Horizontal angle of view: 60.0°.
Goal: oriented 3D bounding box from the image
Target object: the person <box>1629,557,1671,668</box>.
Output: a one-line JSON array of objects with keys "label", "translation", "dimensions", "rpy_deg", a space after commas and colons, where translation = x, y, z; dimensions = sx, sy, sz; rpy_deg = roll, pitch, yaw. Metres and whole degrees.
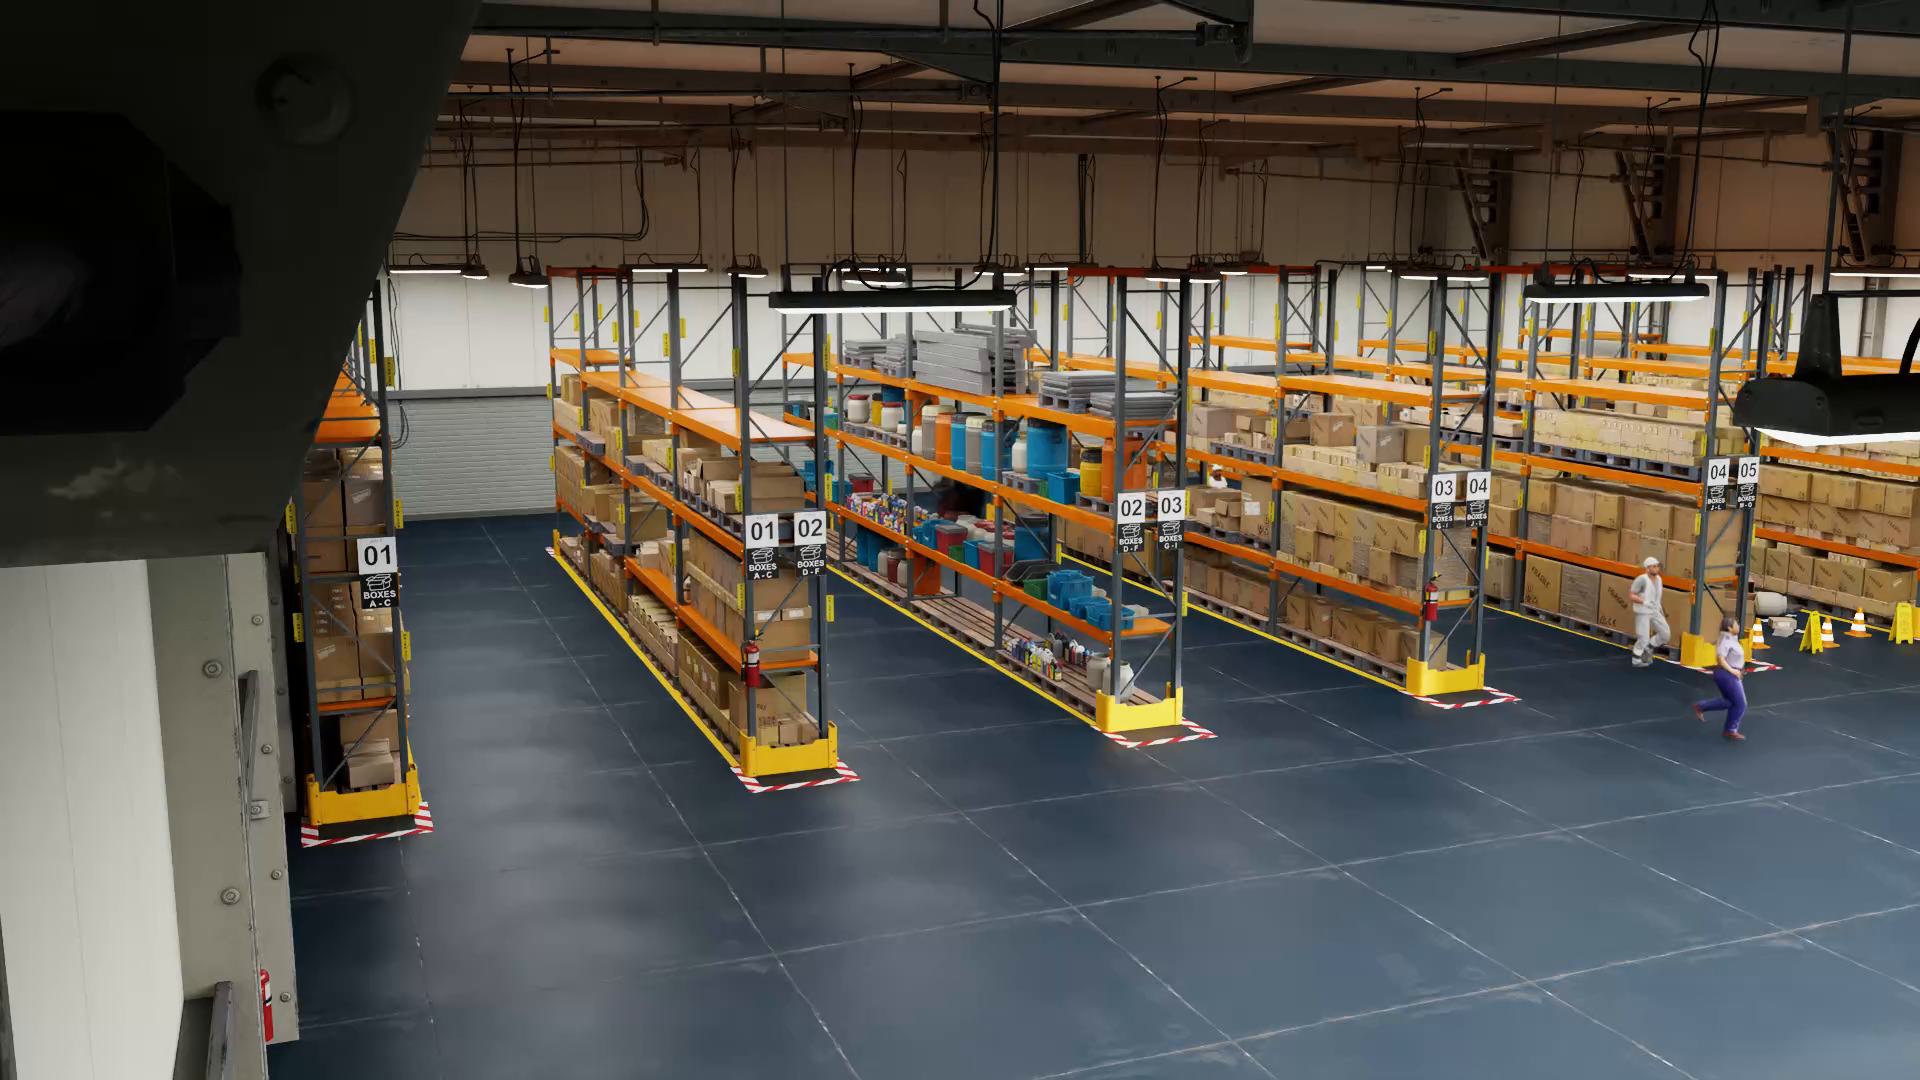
[{"label": "person", "translation": [10.463, 1.129, 25.183], "dimensions": [0.697, 1.758, 0.589], "rpy_deg": [-4, 11, -22]}]

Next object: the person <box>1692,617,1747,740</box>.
[{"label": "person", "translation": [9.992, 1.800, 21.783], "dimensions": [0.682, 1.623, 0.607], "rpy_deg": [4, 11, 19]}]

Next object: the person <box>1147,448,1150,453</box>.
[{"label": "person", "translation": [4.415, -1.538, 40.871], "dimensions": [0.789, 1.592, 0.656], "rpy_deg": [3, 10, 18]}]

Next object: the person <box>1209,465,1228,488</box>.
[{"label": "person", "translation": [5.562, -0.788, 36.180], "dimensions": [0.681, 1.721, 0.576], "rpy_deg": [-4, 11, -22]}]
